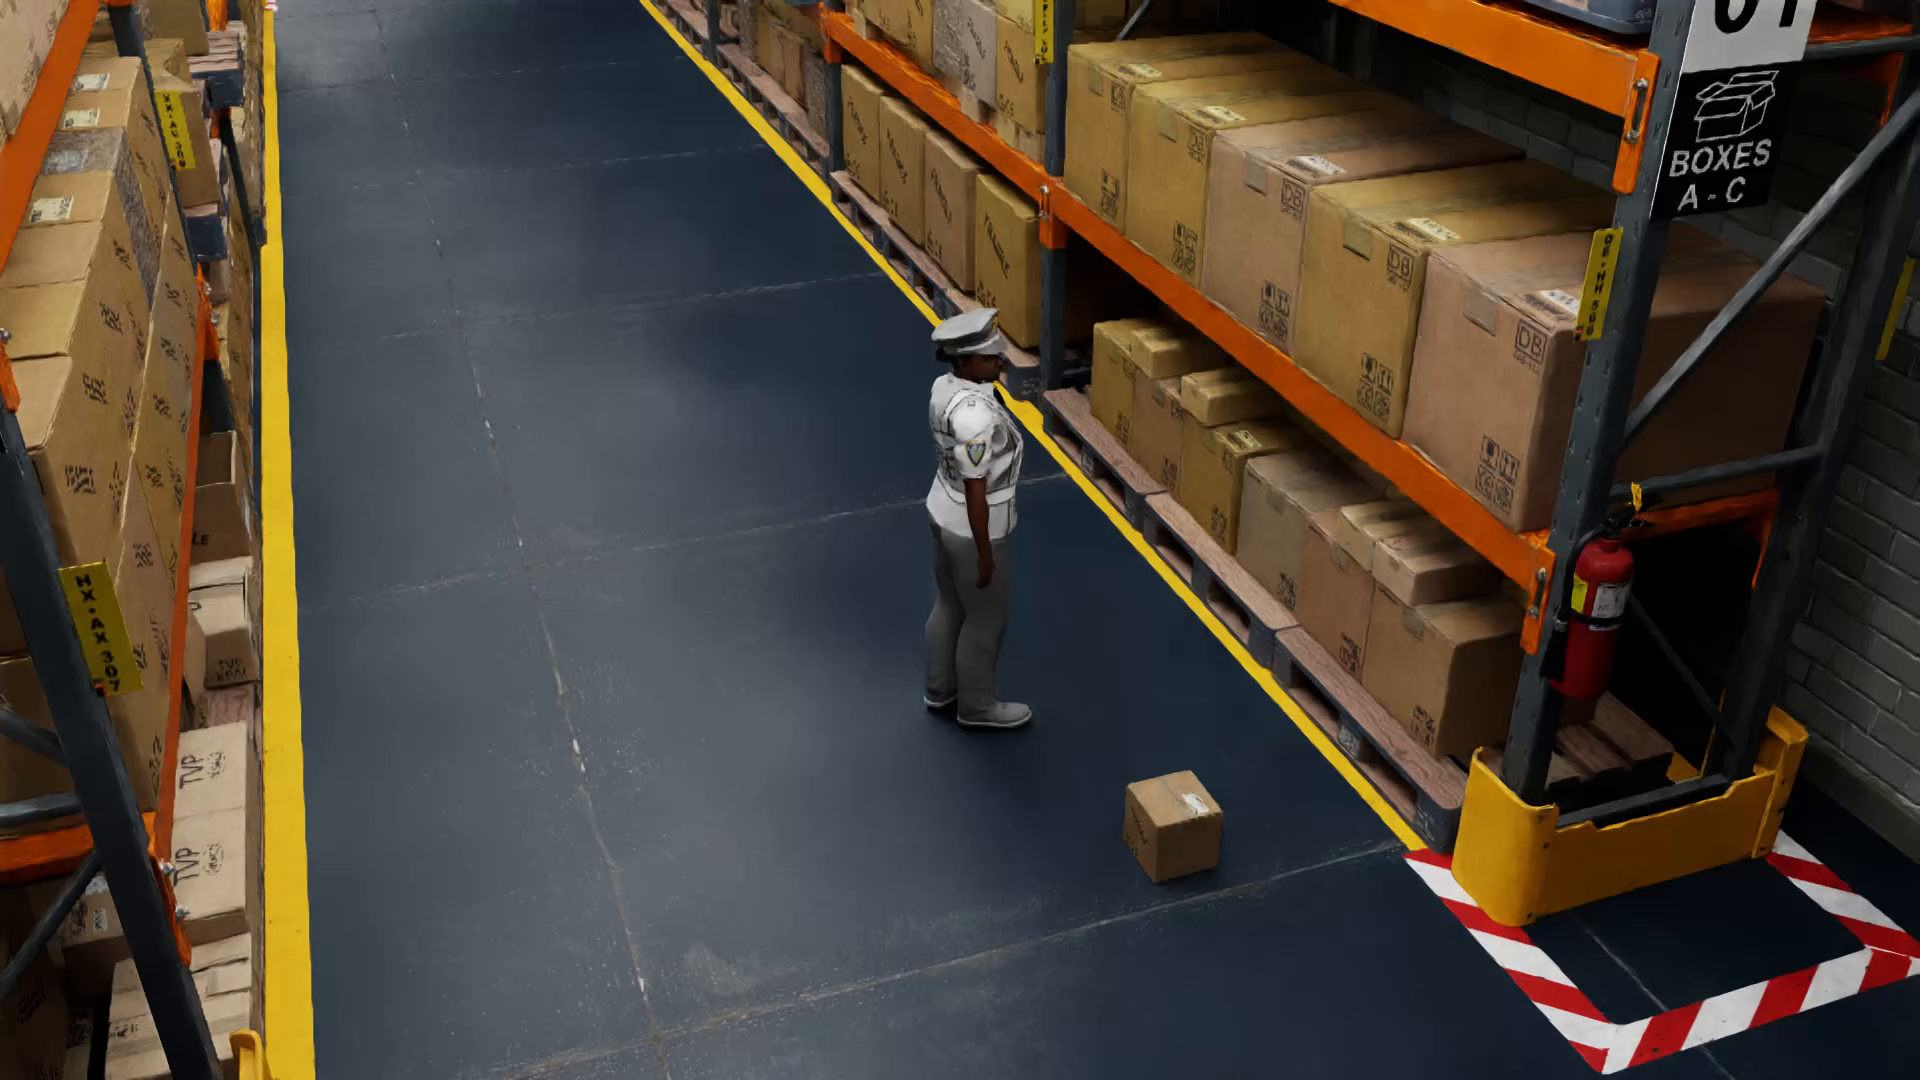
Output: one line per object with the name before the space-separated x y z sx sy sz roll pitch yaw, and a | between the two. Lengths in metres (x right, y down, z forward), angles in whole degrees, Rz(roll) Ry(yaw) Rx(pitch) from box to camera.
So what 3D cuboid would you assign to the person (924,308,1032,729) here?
person | 0.049 -0.088 6.220 0.388 1.685 0.584 -8 31 -13
